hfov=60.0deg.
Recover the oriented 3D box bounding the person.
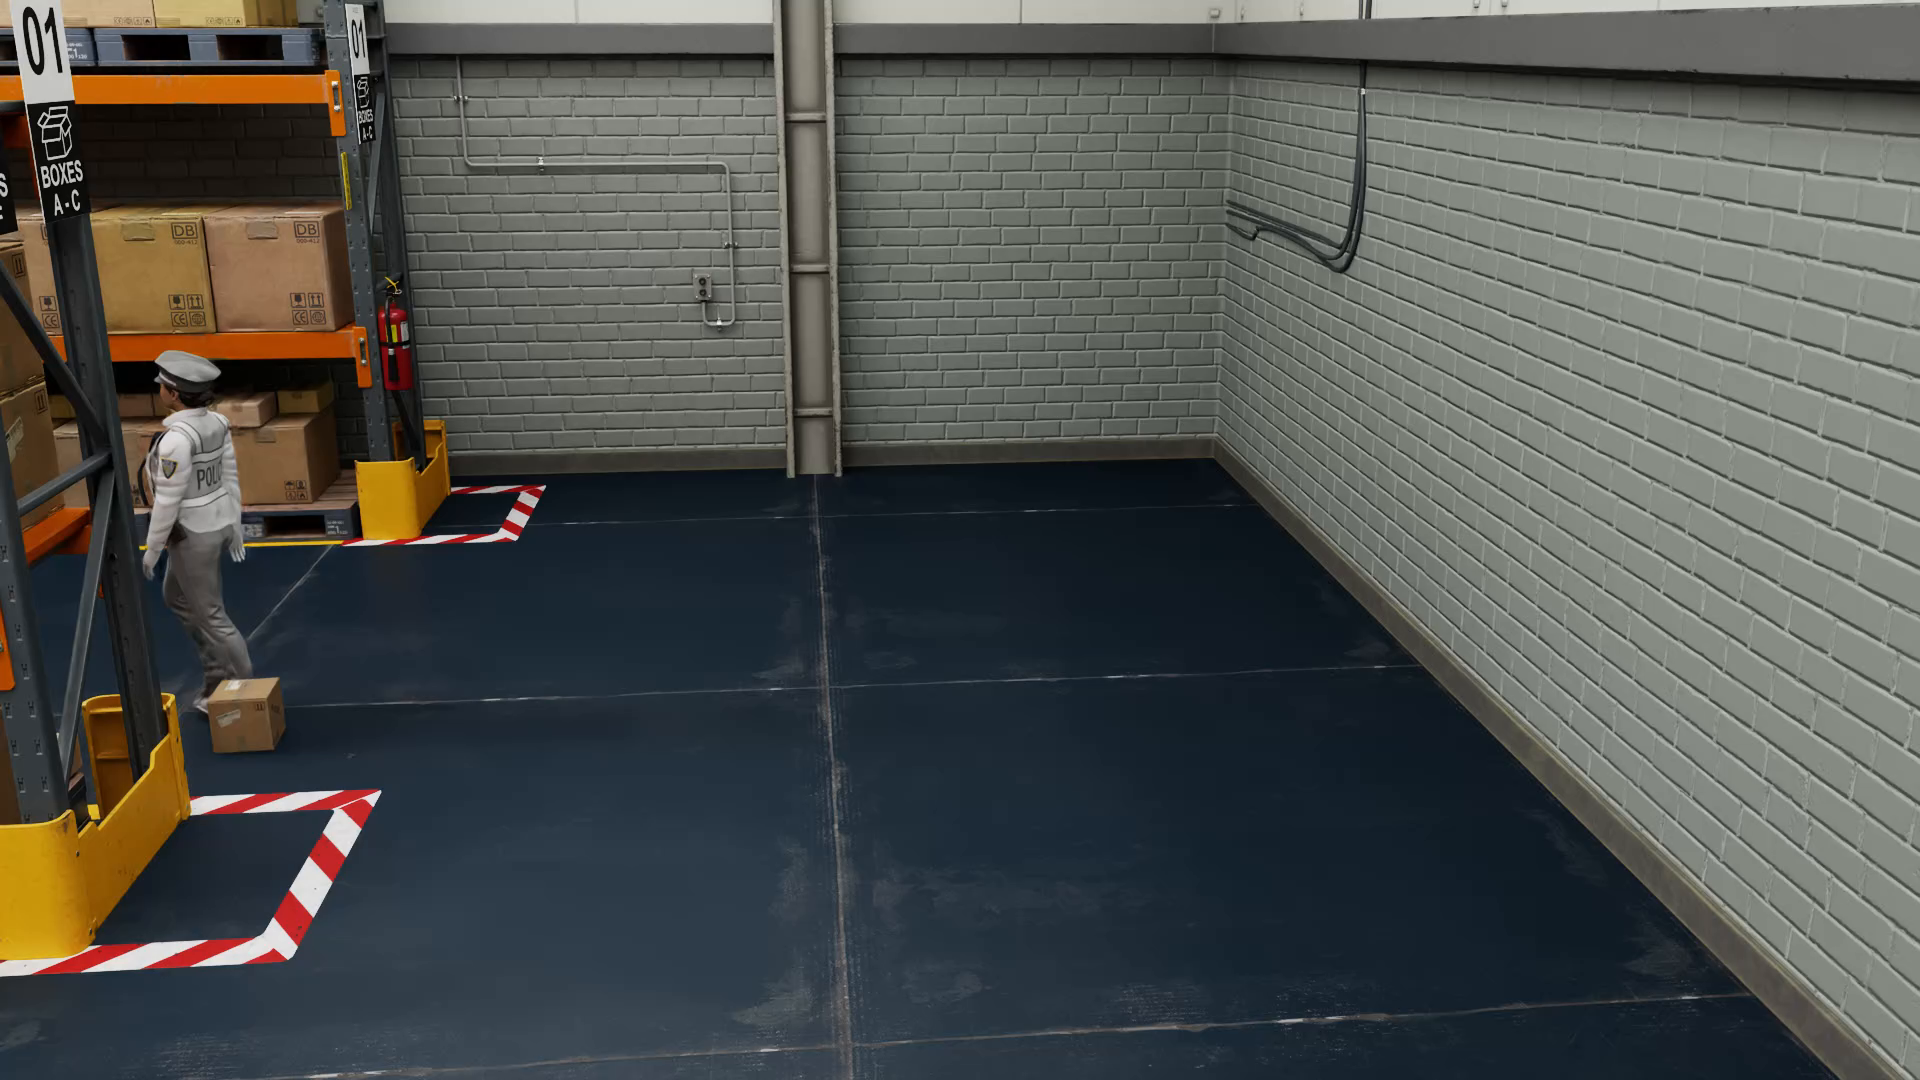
[{"bbox_3d":[-3.459,0.007,7.472,0.456,1.734,0.482,0,17,-1],"label":"person"}]
